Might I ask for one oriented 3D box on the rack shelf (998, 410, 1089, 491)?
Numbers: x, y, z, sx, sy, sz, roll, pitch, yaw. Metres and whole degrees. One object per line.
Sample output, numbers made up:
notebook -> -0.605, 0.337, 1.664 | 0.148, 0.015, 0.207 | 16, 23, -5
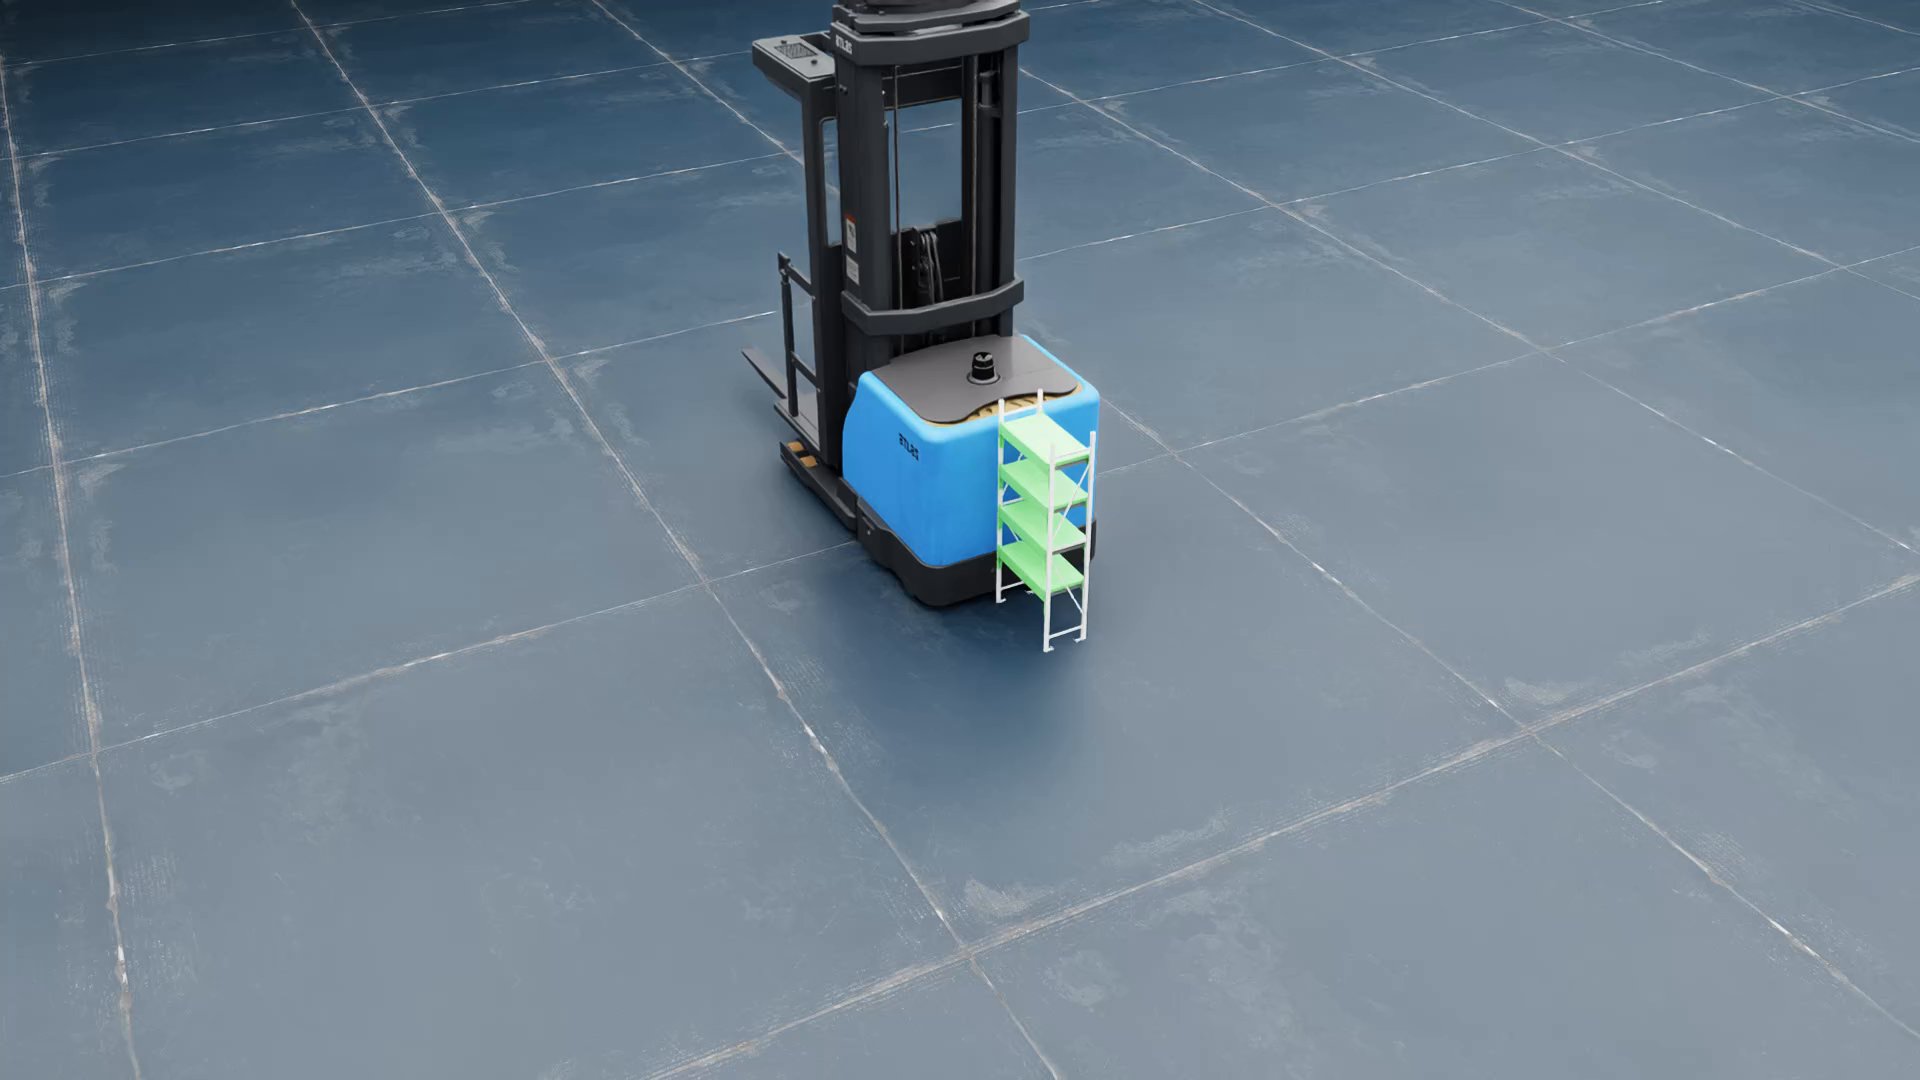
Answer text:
rack shelf -> 0.413, -0.439, 8.051 | 0.258, 0.148, 0.480 | -16, 36, -23

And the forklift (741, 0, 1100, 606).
forklift -> -0.411, -1.664, 9.131 | 1.130, 2.935, 3.031 | -16, 36, -23

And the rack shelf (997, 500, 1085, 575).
rack shelf -> 0.413, -0.034, 8.310 | 0.258, 0.148, 0.480 | -16, 36, -23

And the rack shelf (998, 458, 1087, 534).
rack shelf -> 0.413, -0.236, 8.180 | 0.258, 0.148, 0.480 | -16, 36, -23

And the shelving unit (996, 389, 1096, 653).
shelving unit -> 0.413, -0.088, 8.275 | 0.258, 1.200, 0.503 | -16, 36, -23

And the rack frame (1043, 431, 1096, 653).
rack frame -> 0.529, 0.028, 8.094 | 0.240, 1.200, 0.015 | -16, 36, -23

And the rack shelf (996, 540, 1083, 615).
rack shelf -> 0.413, 0.168, 8.439 | 0.258, 0.148, 0.480 | -16, 36, -23

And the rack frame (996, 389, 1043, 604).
rack frame -> 0.298, -0.204, 8.456 | 0.240, 1.200, 0.015 | -16, 36, -23
